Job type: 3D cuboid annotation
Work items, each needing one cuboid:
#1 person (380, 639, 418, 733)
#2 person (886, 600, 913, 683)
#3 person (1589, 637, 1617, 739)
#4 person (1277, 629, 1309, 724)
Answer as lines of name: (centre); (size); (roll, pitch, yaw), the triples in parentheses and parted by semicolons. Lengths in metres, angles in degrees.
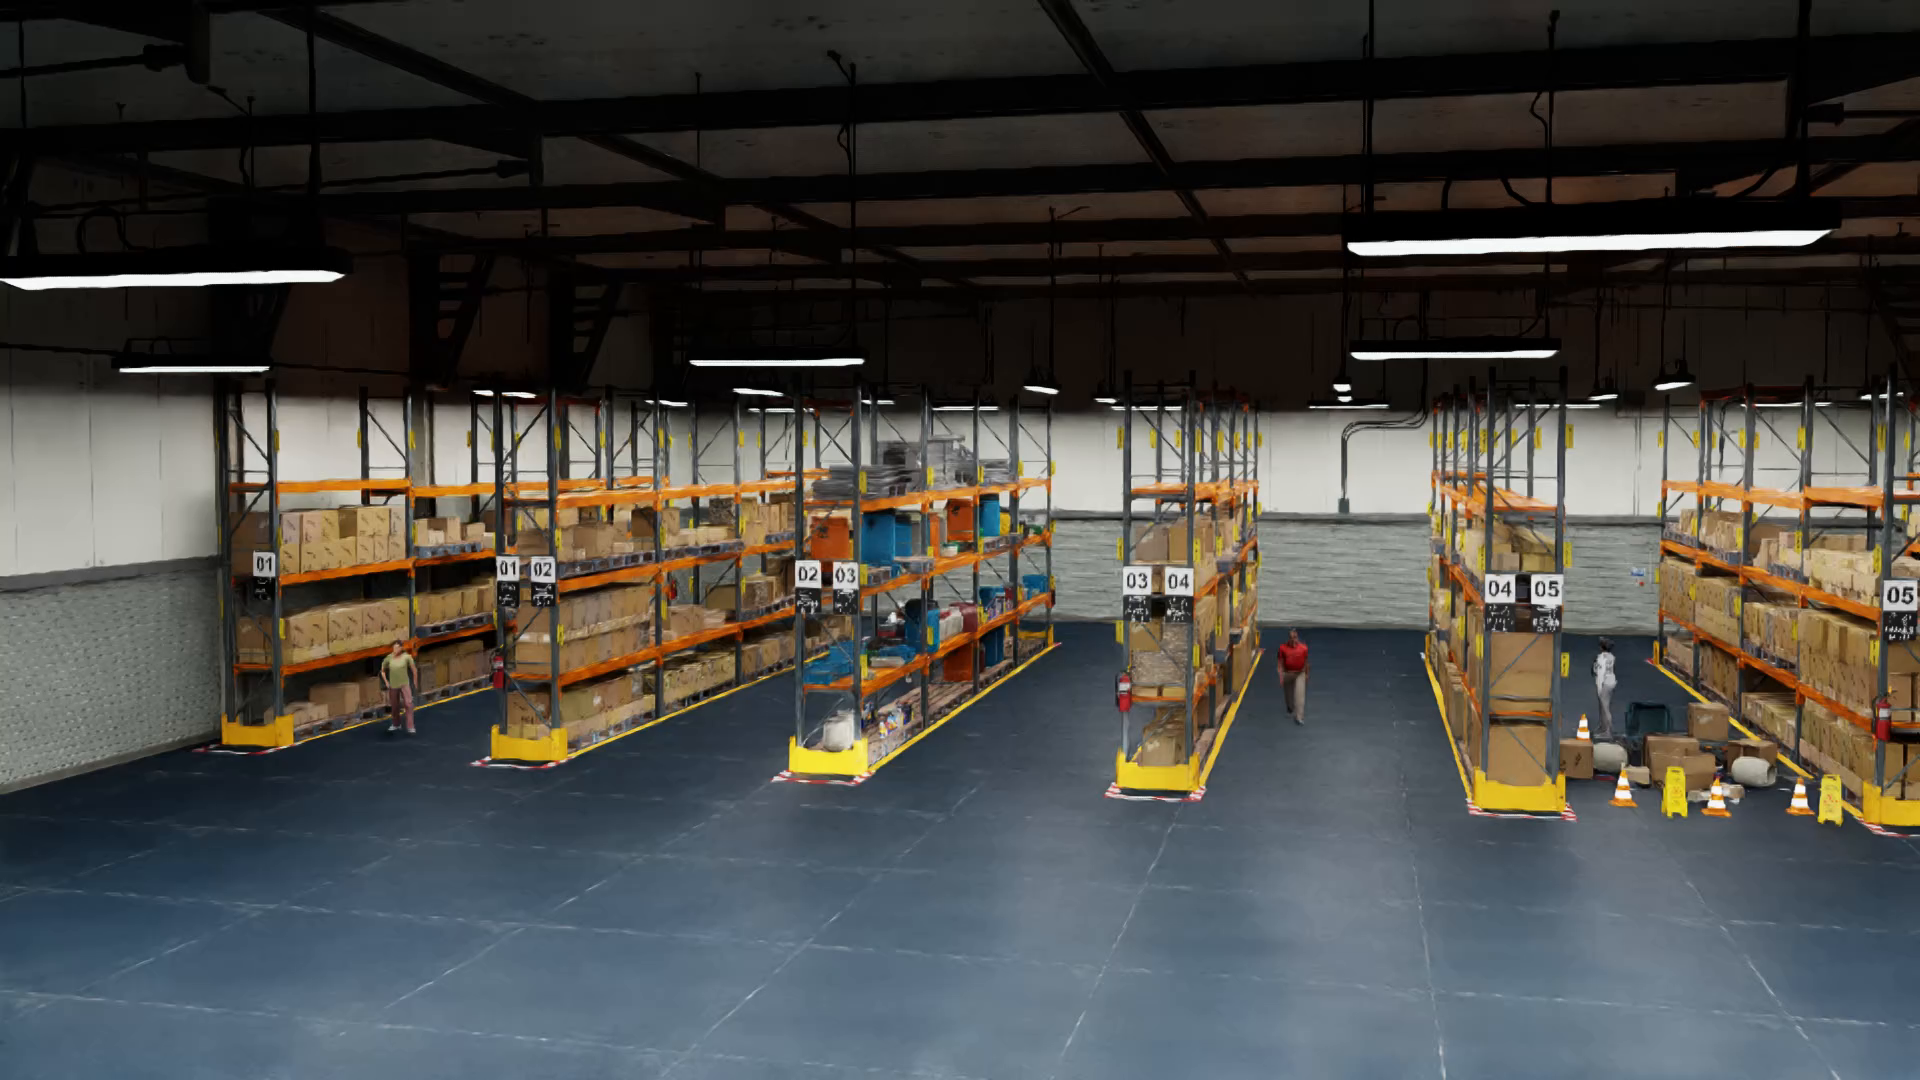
person: (-9.560, 2.485, 28.408); (0.612, 1.610, 0.790); (0, 3, -7)
person: (-1.217, 2.093, 34.170); (0.702, 1.735, 0.549); (1, 4, 13)
person: (10.791, 2.479, 27.960); (0.455, 1.675, 0.525); (3, 5, 44)
person: (5.902, 2.392, 29.508); (0.542, 1.645, 1.126); (1, 4, 16)
